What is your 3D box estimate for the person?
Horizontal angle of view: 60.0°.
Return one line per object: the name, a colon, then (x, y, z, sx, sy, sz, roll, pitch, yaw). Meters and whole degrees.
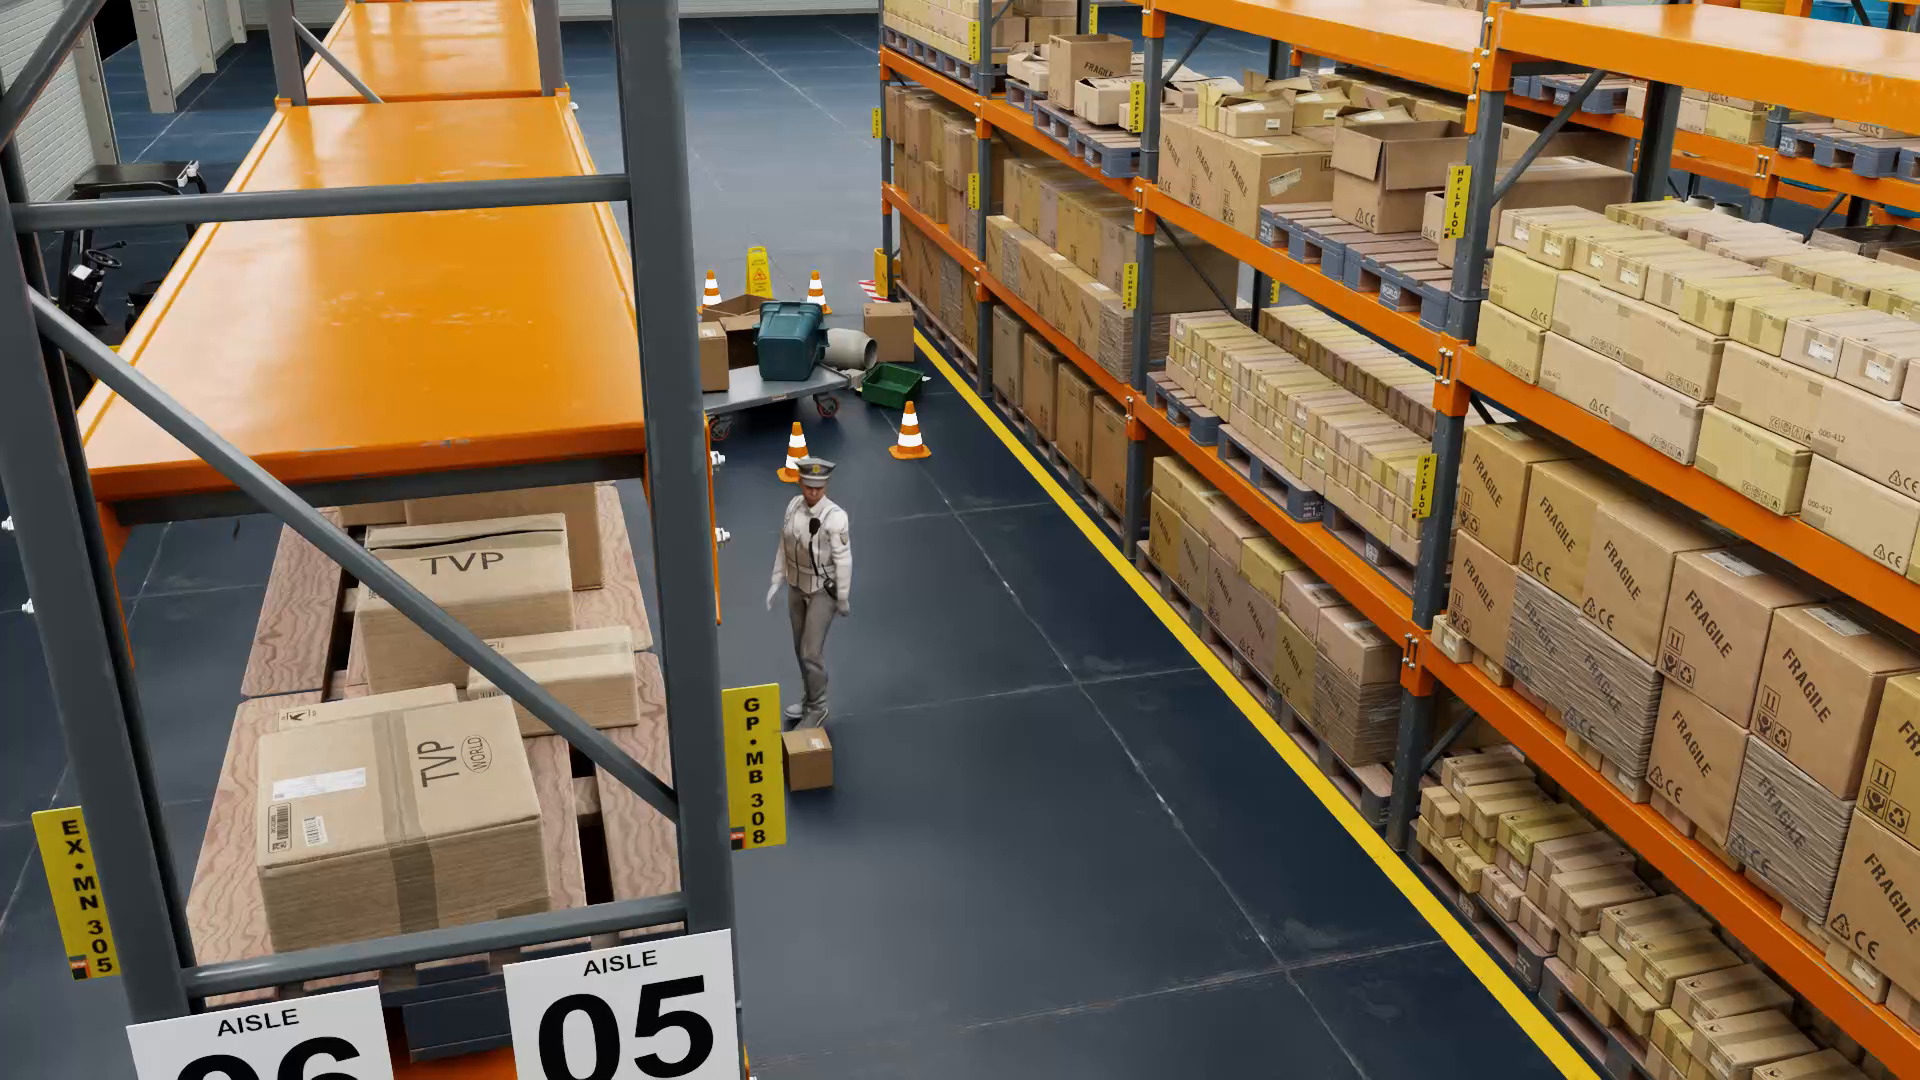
person: (-0.890, 0.344, 9.839, 0.415, 1.748, 0.501, -21, 31, -40)
